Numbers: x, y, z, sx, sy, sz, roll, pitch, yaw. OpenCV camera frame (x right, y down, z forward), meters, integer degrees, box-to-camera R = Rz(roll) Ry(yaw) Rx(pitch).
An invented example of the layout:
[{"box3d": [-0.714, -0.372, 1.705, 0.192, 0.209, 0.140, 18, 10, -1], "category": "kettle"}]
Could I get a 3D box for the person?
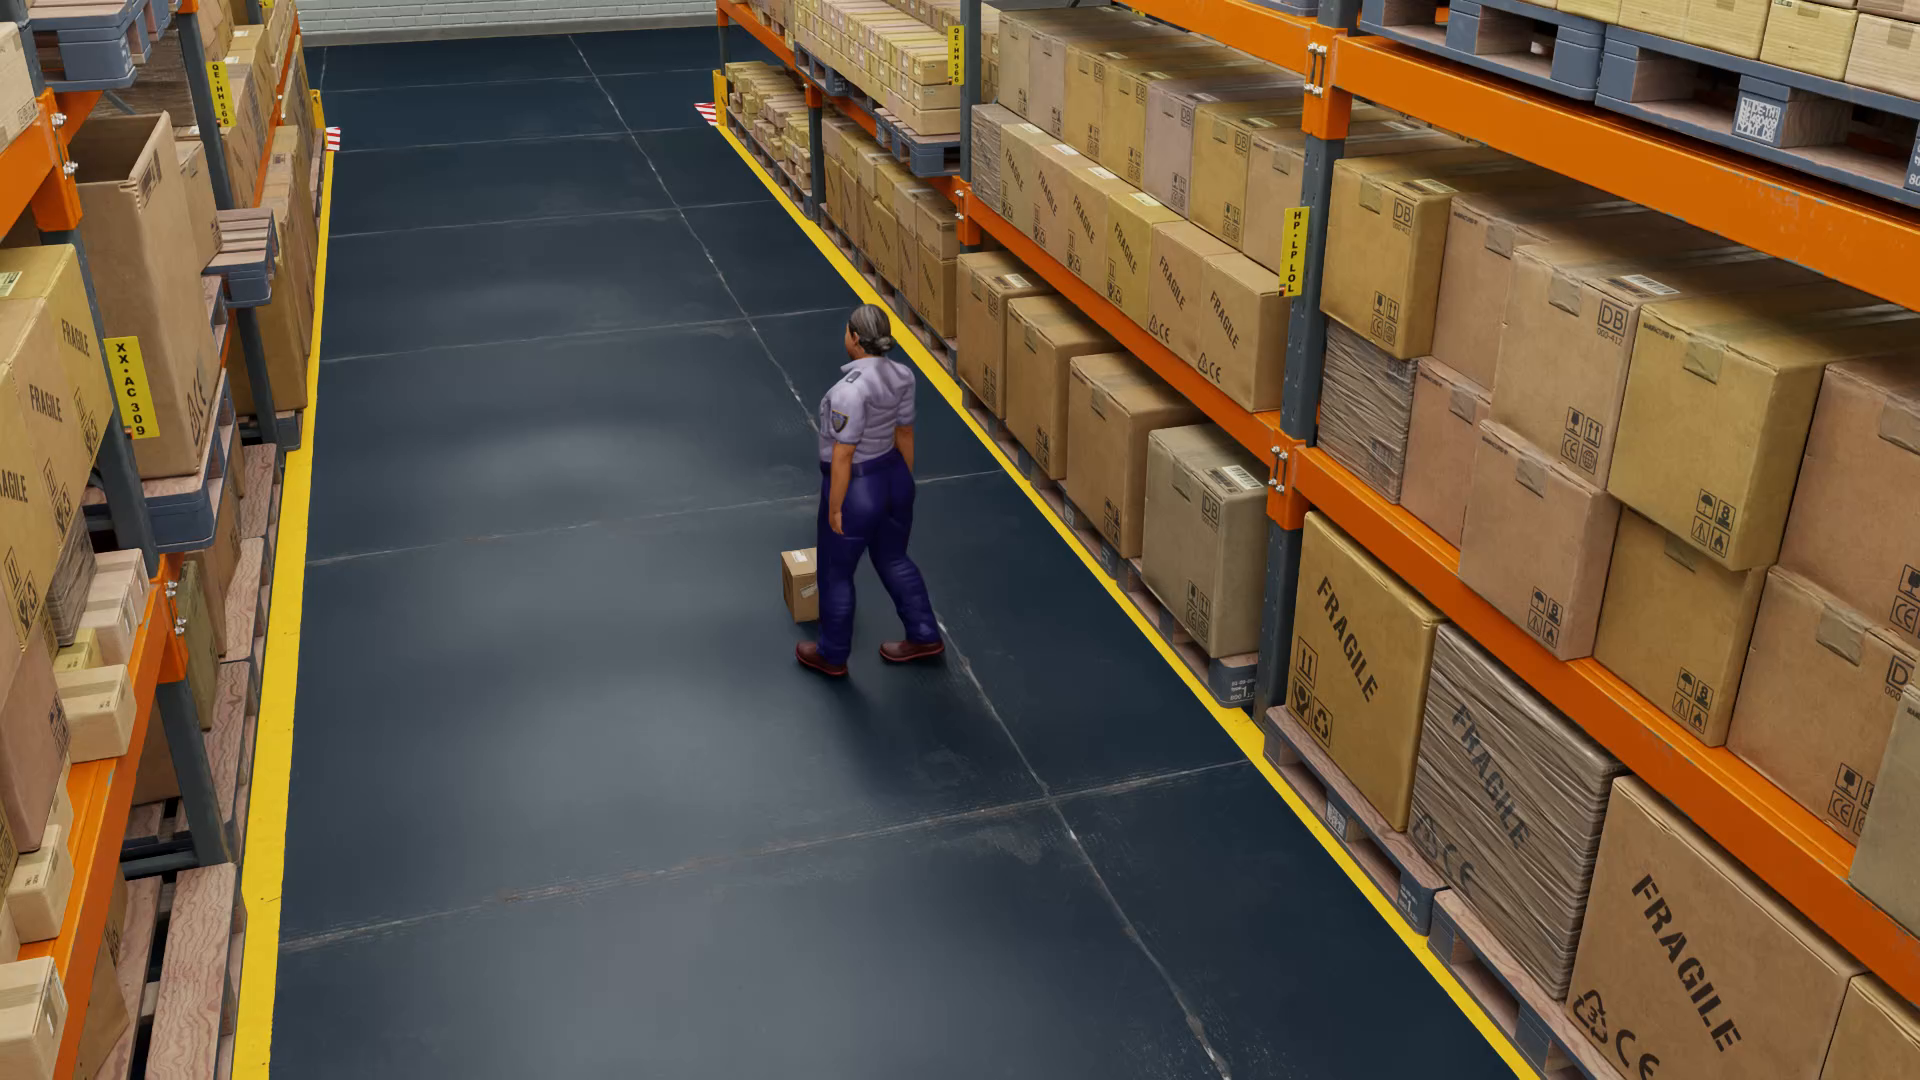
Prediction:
[{"box3d": [-0.414, -0.199, 7.017, 0.574, 1.642, 0.483, 18, 31, 31], "category": "person"}]
